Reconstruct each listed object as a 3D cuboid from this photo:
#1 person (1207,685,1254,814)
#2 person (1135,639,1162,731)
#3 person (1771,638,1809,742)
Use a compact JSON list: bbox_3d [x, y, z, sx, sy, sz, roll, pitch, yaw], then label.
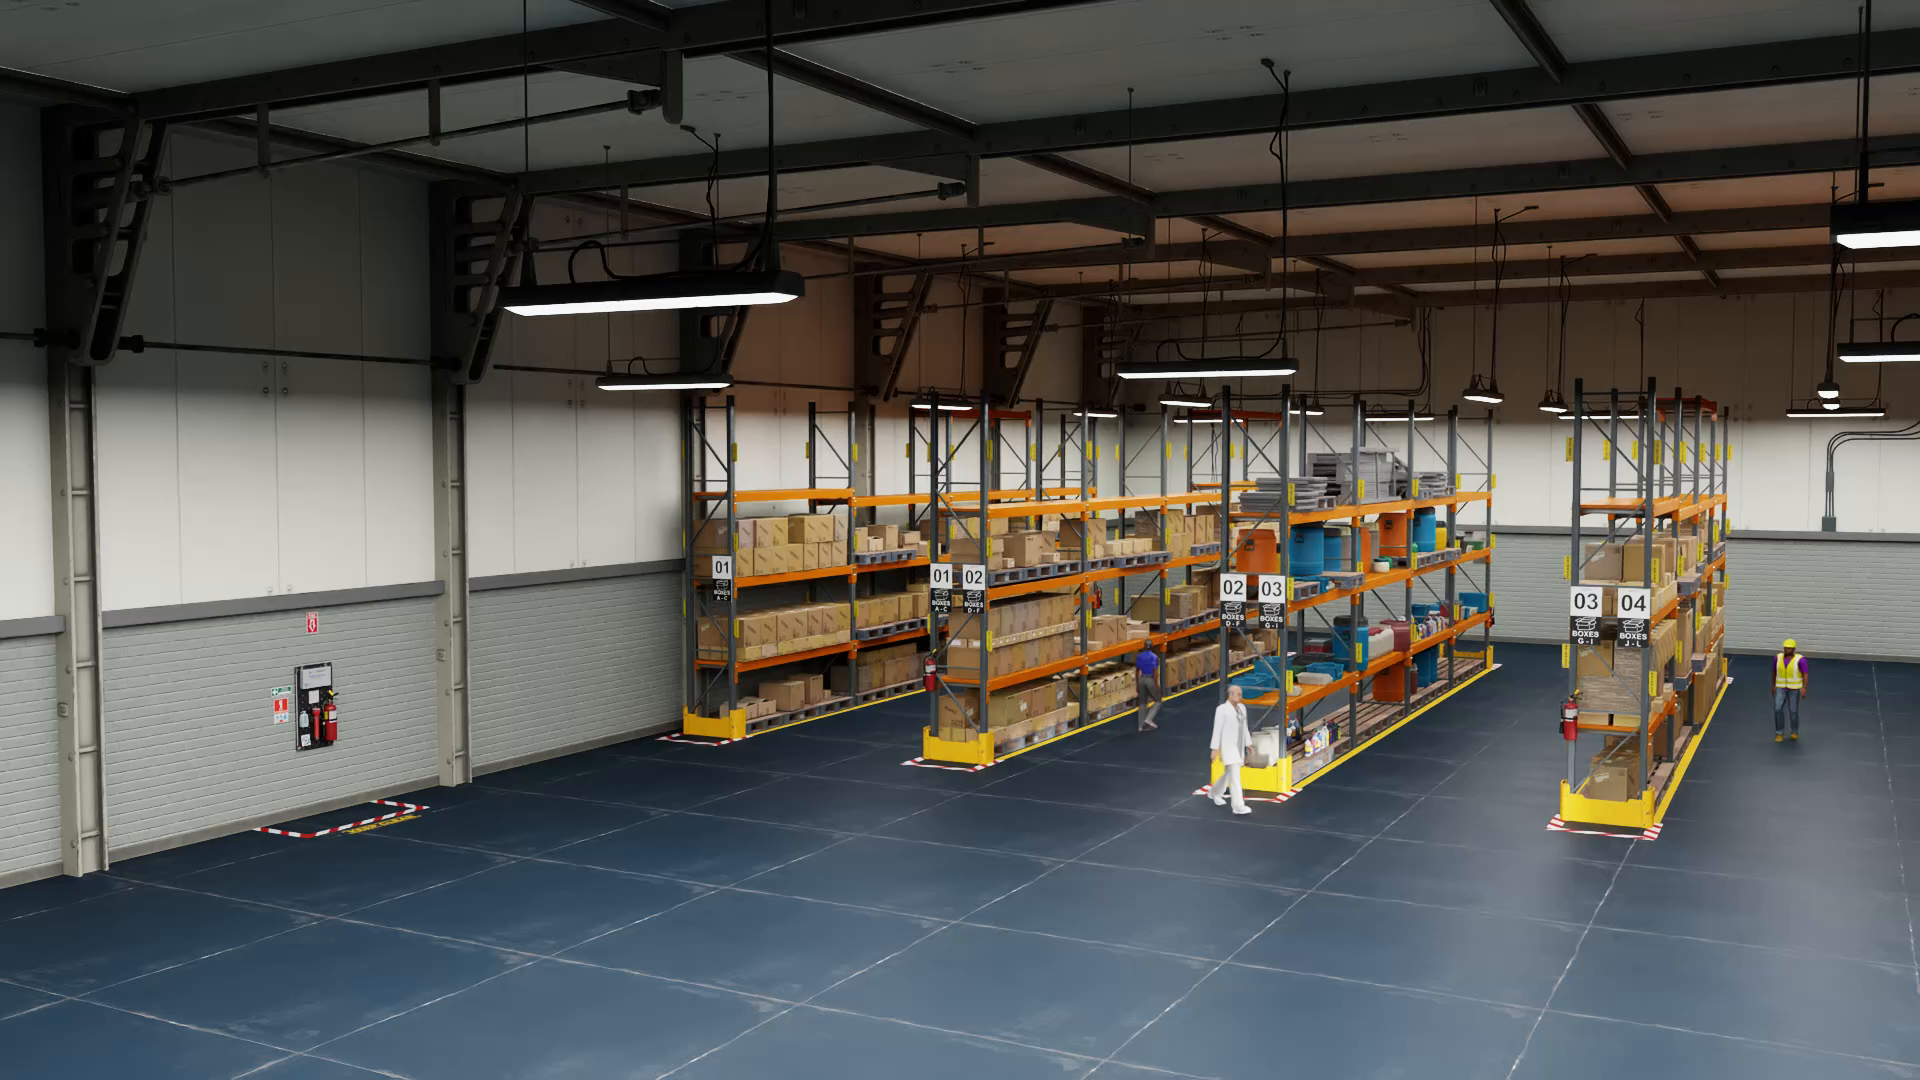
[{"bbox_3d":[3.789,2.906,23.251,0.599,1.759,0.942,-3,4,-44],"label":"person"},{"bbox_3d":[3.370,2.605,29.864,0.491,1.630,0.444,3,4,41],"label":"person"},{"bbox_3d":[14.402,2.617,28.885,0.631,1.824,0.555,3,4,43],"label":"person"}]
